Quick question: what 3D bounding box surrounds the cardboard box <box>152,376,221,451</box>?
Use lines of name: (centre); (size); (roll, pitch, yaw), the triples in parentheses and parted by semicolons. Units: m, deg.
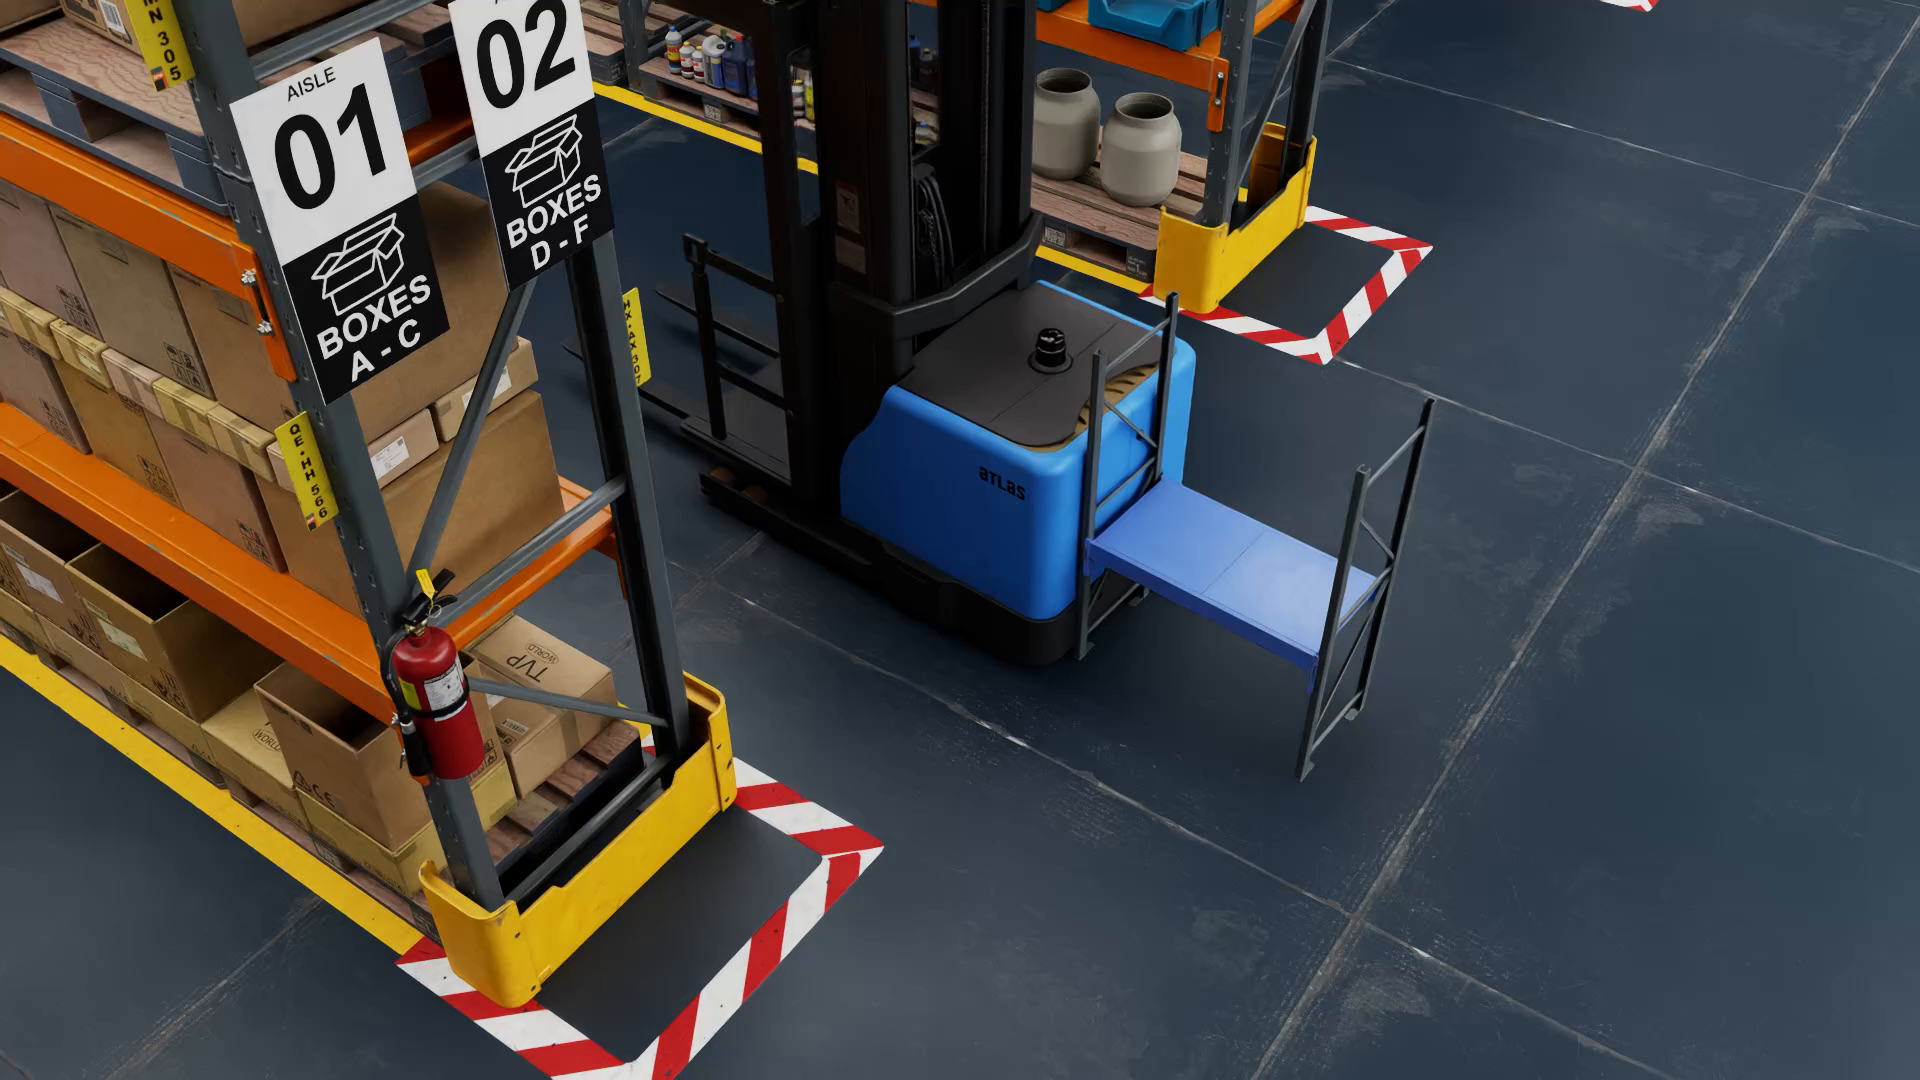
cardboard box: (-2.146, -0.459, 4.952); (0.250, 0.149, 0.380); (24, 47, 25)

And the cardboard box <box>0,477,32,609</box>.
cardboard box: (-3.556, -0.152, 6.355); (0.500, 0.500, 0.500); (25, 48, 25)

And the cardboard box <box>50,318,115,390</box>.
cardboard box: (-2.566, -0.657, 5.173); (0.250, 0.149, 0.380); (27, 48, 27)

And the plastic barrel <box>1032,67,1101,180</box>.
plastic barrel: (0.554, -2.275, 9.094); (0.421, 0.512, 0.421); (0, 42, 0)

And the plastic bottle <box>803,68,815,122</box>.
plastic bottle: (-0.802, -2.581, 9.542); (0.185, 0.351, 0.144); (25, 47, 25)

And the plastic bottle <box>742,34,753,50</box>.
plastic bottle: (-1.222, -2.895, 9.892); (0.185, 0.351, 0.144); (25, 48, 25)

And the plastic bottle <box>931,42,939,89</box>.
plastic bottle: (-0.120, -2.824, 9.873); (0.097, 0.271, 0.097); (0, 42, 0)

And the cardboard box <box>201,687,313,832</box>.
cardboard box: (-2.325, 0.699, 5.967); (0.500, 0.250, 0.500); (25, 48, 25)

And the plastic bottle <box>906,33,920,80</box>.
plastic bottle: (-0.286, -2.902, 9.960); (0.097, 0.271, 0.097); (0, 42, 0)

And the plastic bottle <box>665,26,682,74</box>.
plastic bottle: (-1.718, -2.961, 10.026); (0.097, 0.271, 0.097); (0, 42, 0)

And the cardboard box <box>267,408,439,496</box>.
cardboard box: (-1.722, -0.262, 4.732); (0.250, 0.149, 0.380); (24, 47, 25)

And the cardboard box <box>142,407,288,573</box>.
cardboard box: (-2.107, -0.362, 5.330); (0.500, 0.500, 0.700); (26, 48, 26)

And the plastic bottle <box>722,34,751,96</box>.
plastic bottle: (-1.305, -2.816, 9.804); (0.185, 0.351, 0.144); (26, 48, 26)

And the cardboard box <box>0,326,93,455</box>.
cardboard box: (-2.944, -0.755, 5.769); (0.500, 0.500, 0.700); (27, 48, 27)

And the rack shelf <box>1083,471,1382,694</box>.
rack shelf: (1.022, 0.138, 6.241); (1.000, 0.185, 0.538); (28, 49, 28)

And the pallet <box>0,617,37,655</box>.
pallet: (-3.948, -0.106, 7.210); (1.213, 0.211, 1.003); (25, 48, 25)

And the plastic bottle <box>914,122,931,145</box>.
plastic bottle: (-0.208, -2.228, 9.260); (0.097, 0.201, 0.097); (0, 42, 0)

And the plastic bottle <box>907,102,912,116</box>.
plastic bottle: (-0.338, -2.429, 9.422); (0.133, 0.283, 0.061); (25, 48, 25)

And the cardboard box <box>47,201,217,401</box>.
cardboard box: (-2.152, -0.866, 4.920); (0.500, 0.500, 0.700); (24, 47, 24)

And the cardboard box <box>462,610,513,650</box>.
cardboard box: (-2.021, 0.131, 6.039); (0.500, 0.500, 0.500); (25, 48, 25)

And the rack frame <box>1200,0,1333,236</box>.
rack frame: (1.548, -2.643, 7.955); (0.127, 3.000, 1.000); (25, 48, 25)

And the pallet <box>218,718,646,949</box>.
pallet: (-1.950, 0.829, 6.166); (1.213, 0.211, 1.003); (25, 48, 25)

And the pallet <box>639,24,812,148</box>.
pallet: (-1.201, -2.856, 10.283); (1.213, 0.211, 1.003); (25, 48, 25)

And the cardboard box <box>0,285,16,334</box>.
cardboard box: (-2.993, -0.855, 5.394); (0.250, 0.149, 0.380); (24, 47, 25)

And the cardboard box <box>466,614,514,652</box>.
cardboard box: (-2.023, 0.411, 6.288); (0.500, 0.250, 0.500); (25, 48, 25)

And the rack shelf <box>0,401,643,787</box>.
rack shelf: (-2.937, -0.438, 6.030); (4.000, 0.370, 1.077); (25, 48, 25)

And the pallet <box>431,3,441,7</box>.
pallet: (-3.396, -3.882, 11.430); (1.213, 0.211, 1.003); (25, 48, 25)

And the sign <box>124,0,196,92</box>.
sign: (-1.623, -1.068, 3.340); (0.005, 0.325, 0.100); (25, 48, 25)

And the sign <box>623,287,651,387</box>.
sign: (-0.976, -0.593, 4.955); (0.005, 0.325, 0.100); (25, 48, 25)

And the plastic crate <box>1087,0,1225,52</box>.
plastic crate: (0.966, -2.616, 8.036); (0.616, 0.251, 0.499); (25, 48, 25)

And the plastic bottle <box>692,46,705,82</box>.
plastic bottle: (-1.552, -2.857, 9.962); (0.097, 0.201, 0.097); (0, 42, 0)

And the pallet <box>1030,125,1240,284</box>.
pallet: (0.796, -1.922, 9.239); (1.213, 0.211, 1.003); (25, 48, 25)

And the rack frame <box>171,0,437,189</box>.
rack frame: (-1.300, -2.176, 2.934); (0.127, 3.000, 1.000); (25, 48, 25)

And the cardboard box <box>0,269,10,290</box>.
cardboard box: (-2.975, -1.250, 5.350); (0.500, 0.500, 0.700); (25, 48, 25)

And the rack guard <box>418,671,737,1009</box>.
rack guard: (-1.280, 1.000, 5.757); (0.348, 0.500, 1.175); (25, 48, 25)

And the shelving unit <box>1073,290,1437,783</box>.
shelving unit: (1.022, 0.004, 6.121); (1.048, 1.500, 0.538); (28, 49, 28)

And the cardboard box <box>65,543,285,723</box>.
cardboard box: (-2.737, 0.230, 5.928); (0.500, 0.500, 0.500); (25, 48, 25)

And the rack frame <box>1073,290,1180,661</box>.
rack frame: (0.625, -0.208, 6.358); (0.032, 1.500, 0.500); (28, 49, 28)

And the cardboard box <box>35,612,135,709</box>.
cardboard box: (-3.143, 0.316, 6.395); (0.500, 0.250, 0.500); (25, 48, 25)

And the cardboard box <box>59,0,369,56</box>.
cardboard box: (-1.768, -1.528, 3.961); (0.637, 0.503, 0.797); (28, 49, 28)

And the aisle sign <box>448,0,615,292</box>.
aisle sign: (-1.070, -1.051, 4.226); (0.004, 0.787, 0.394); (25, 48, 25)

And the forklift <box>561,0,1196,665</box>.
forklift: (-0.526, -1.417, 6.635); (3.031, 2.935, 1.130); (28, 49, 28)
